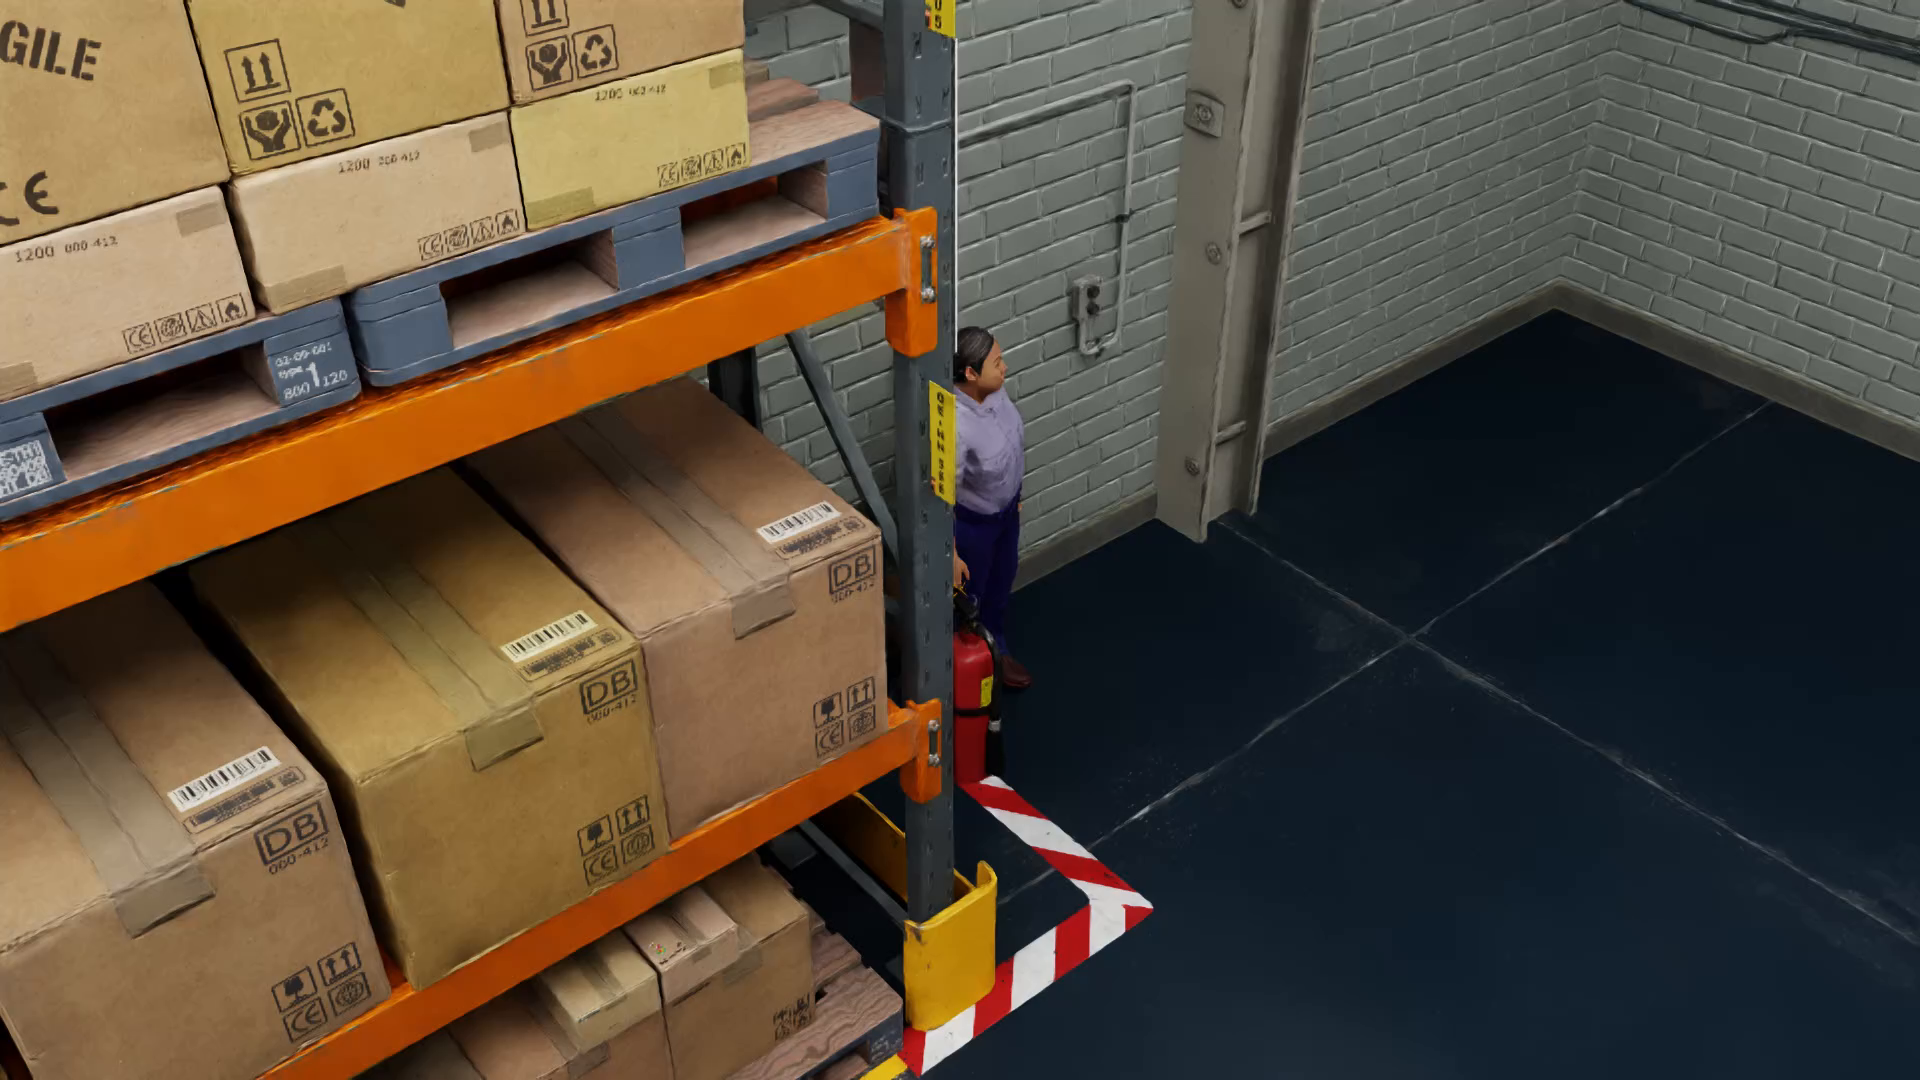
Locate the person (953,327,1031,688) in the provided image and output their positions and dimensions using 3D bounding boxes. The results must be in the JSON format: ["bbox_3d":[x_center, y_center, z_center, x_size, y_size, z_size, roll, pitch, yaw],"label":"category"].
[{"bbox_3d":[0.064,-0.063,6.208,0.382,1.662,0.556,16,39,20],"label":"person"}]
